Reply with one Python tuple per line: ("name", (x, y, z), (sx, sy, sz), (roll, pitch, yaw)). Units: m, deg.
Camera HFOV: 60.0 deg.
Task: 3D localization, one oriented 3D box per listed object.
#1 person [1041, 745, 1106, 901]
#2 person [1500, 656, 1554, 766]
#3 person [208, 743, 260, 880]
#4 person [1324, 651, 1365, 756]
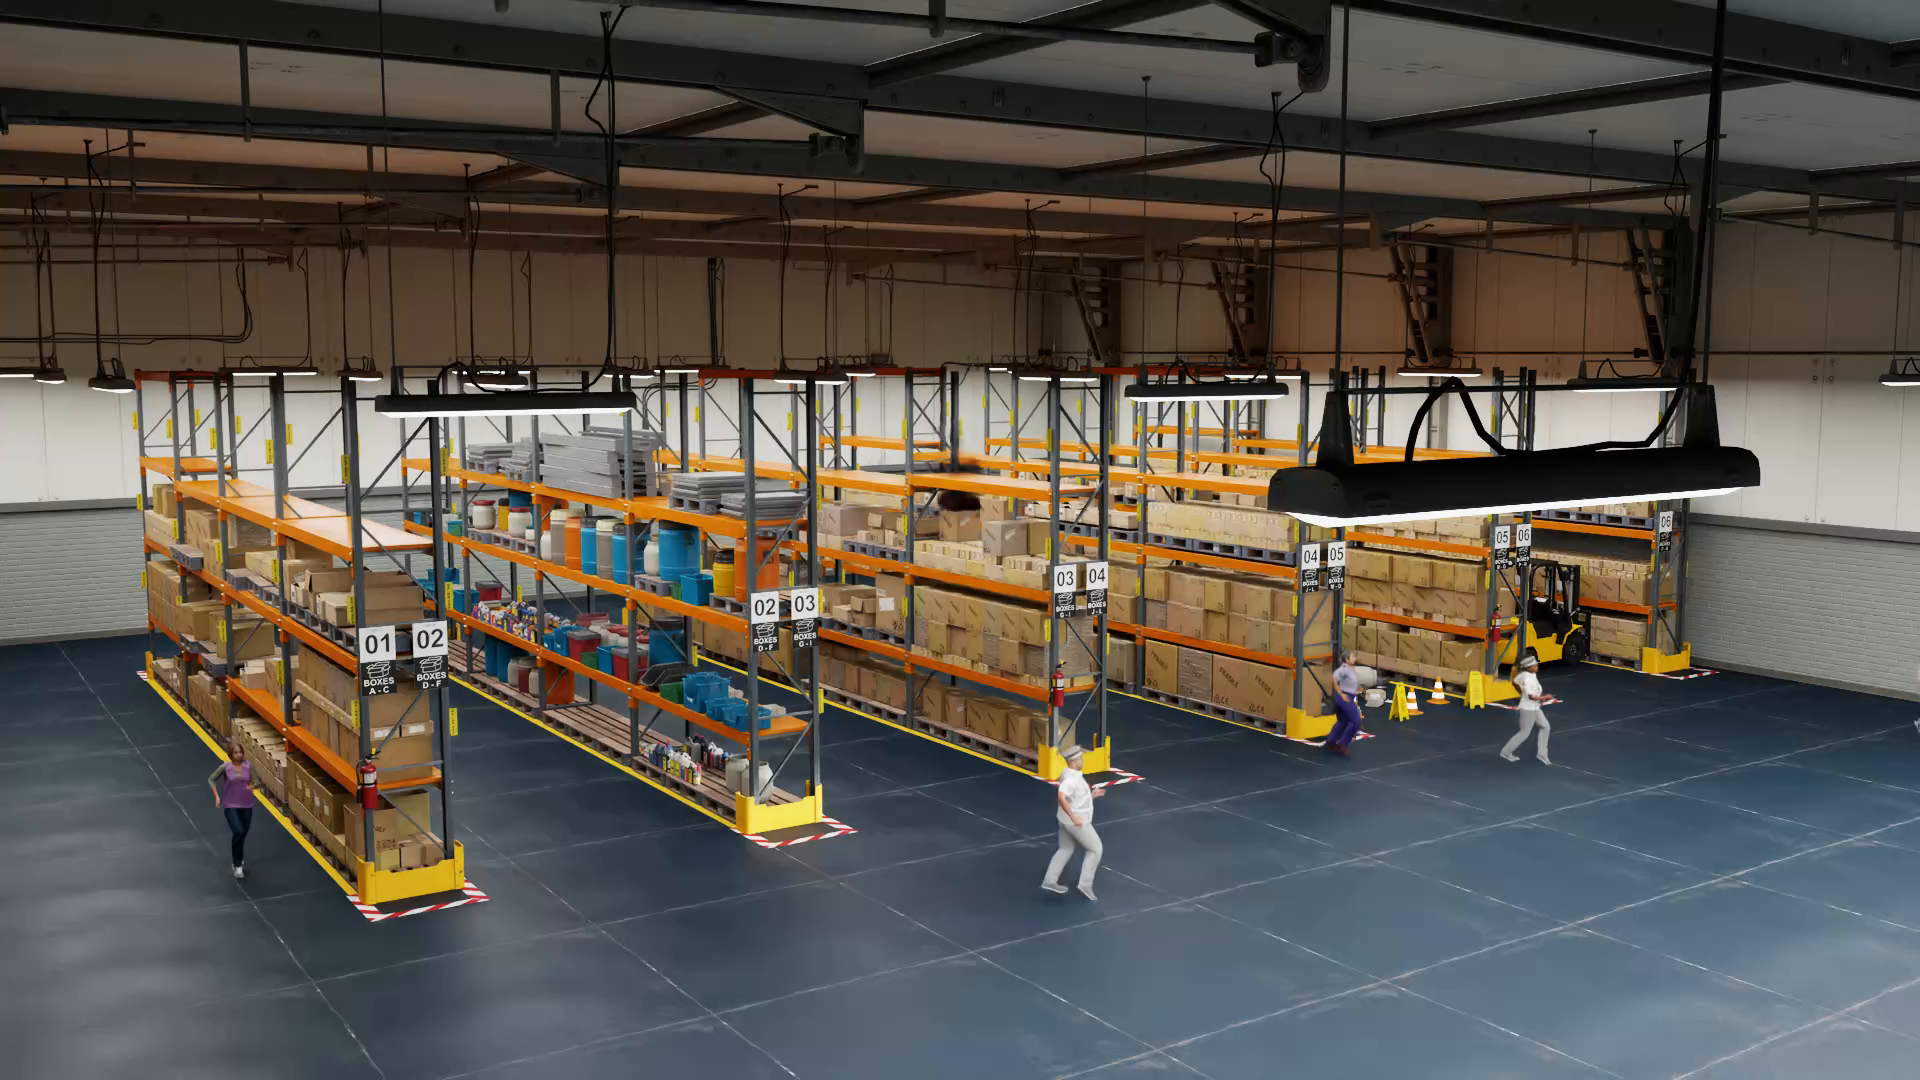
("person", (1.334, 3.291, 19.275), (0.768, 1.850, 0.631), (-2, 7, -15))
("person", (8.757, 2.630, 25.582), (0.754, 1.732, 0.582), (2, 7, 20))
("person", (-8.757, 3.266, 20.156), (0.503, 1.644, 0.710), (-6, 9, -44))
("person", (6.080, 2.587, 26.265), (0.615, 1.696, 0.588), (1, 7, 10))
